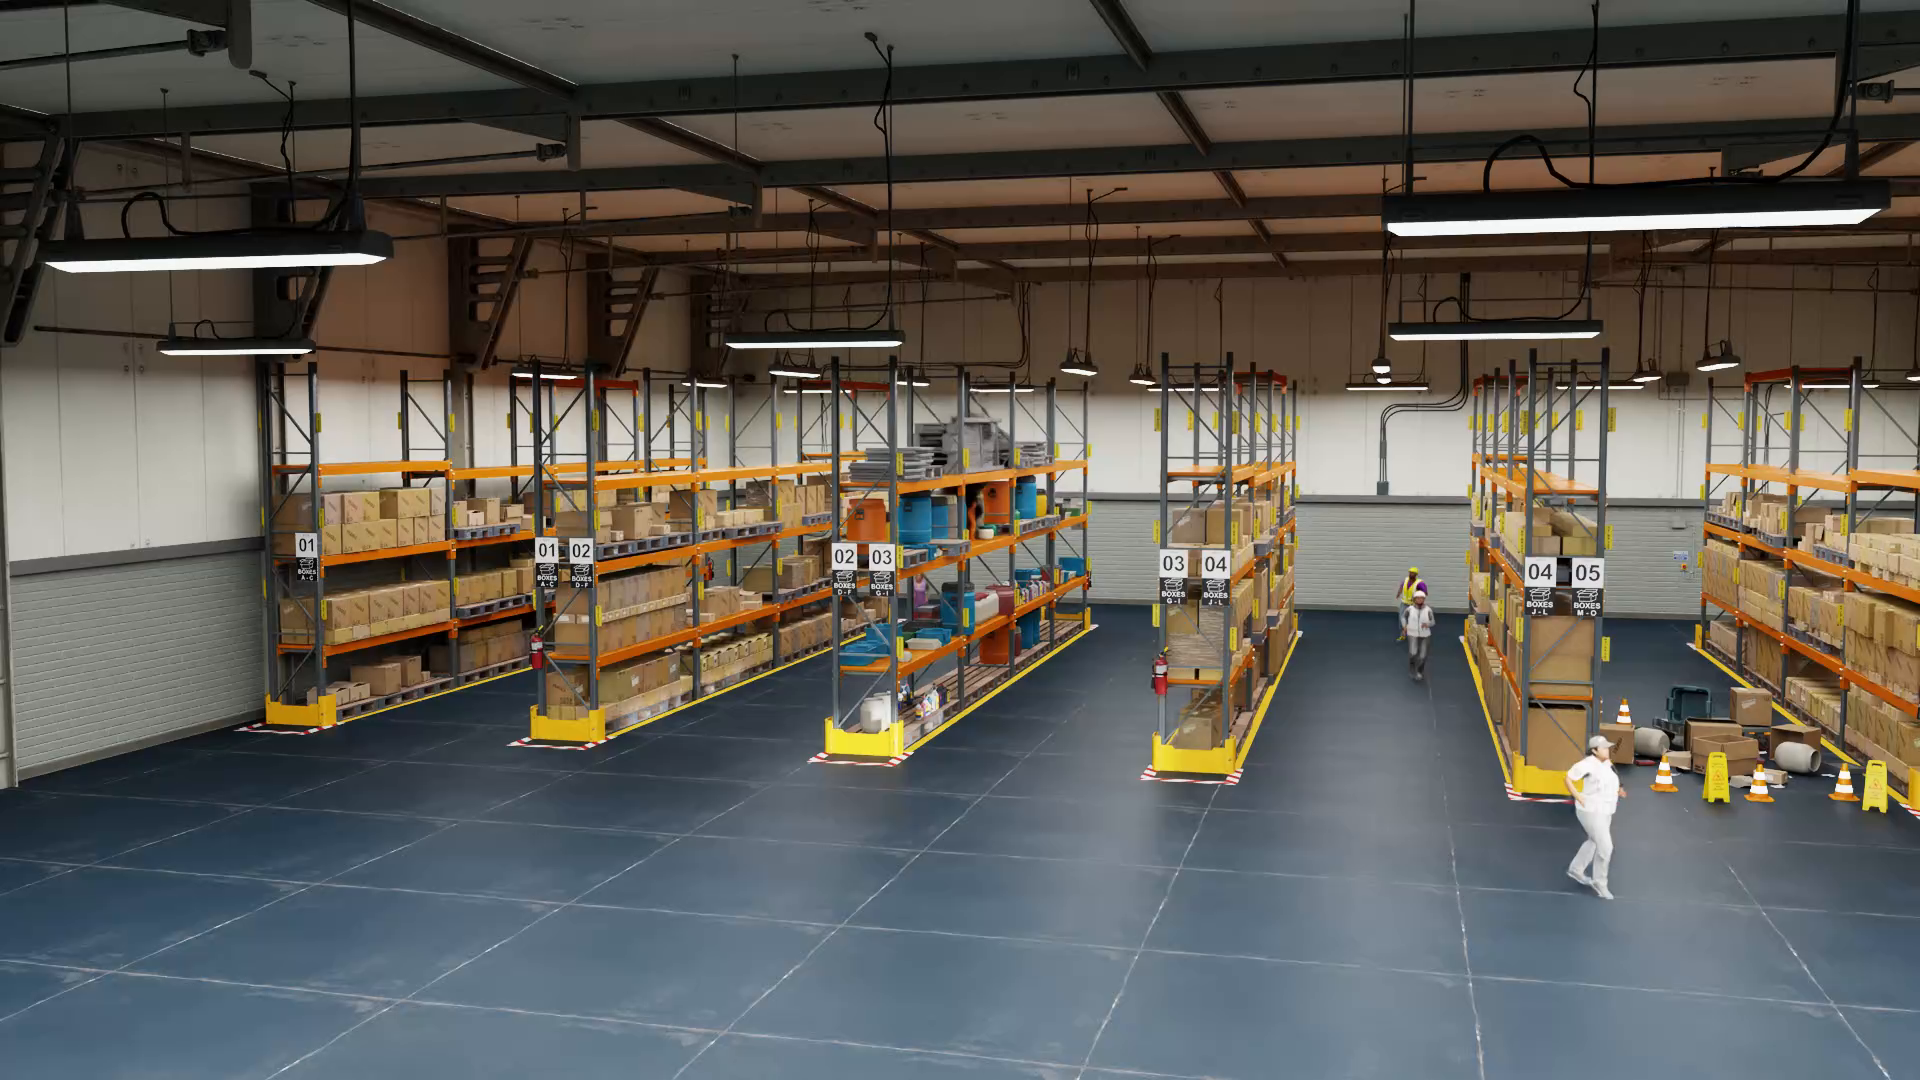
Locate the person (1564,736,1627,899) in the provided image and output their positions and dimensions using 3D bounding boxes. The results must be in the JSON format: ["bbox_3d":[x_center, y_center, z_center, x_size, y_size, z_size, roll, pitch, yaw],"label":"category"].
[{"bbox_3d":[6.780,2.945,17.740,0.592,1.736,0.659,-3,5,-39],"label":"person"}]

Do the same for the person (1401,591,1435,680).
[{"bbox_3d":[8.874,1.853,32.201,0.634,1.742,0.663,1,4,10],"label":"person"}]

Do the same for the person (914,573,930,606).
[{"bbox_3d":[-0.940,1.511,38.122,0.505,1.603,0.863,0,4,3],"label":"person"}]

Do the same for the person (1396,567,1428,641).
[{"bbox_3d":[10.403,1.470,38.237,0.654,1.708,0.740,-3,5,-40],"label":"person"}]
